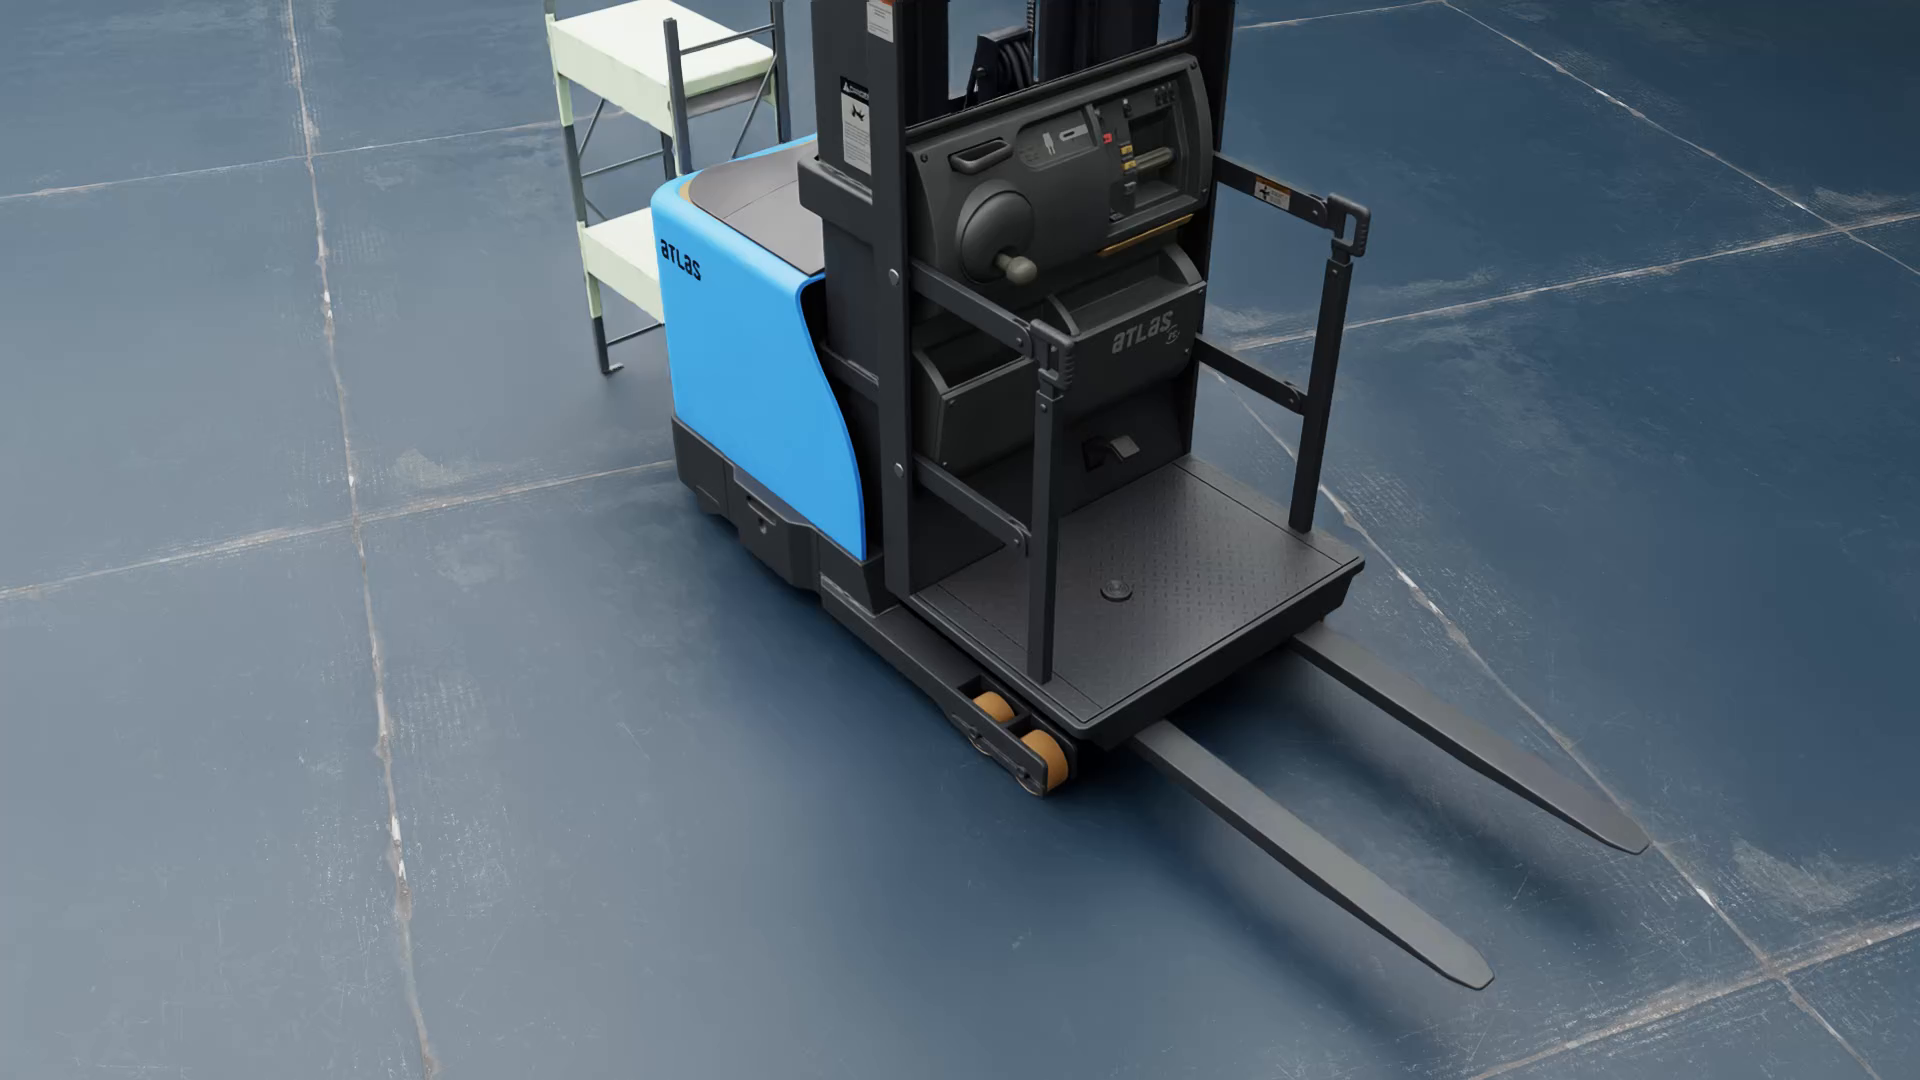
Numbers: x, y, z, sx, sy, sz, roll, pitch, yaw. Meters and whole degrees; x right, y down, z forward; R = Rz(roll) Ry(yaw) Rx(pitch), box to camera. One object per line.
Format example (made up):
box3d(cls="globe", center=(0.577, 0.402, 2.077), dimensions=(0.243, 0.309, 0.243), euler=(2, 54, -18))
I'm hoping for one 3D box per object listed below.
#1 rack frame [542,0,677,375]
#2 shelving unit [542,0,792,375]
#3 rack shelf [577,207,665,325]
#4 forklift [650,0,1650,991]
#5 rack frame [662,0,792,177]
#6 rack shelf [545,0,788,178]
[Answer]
box3d(cls="rack frame", center=(-1.158, -1.283, 5.707), dimensions=(0.400, 1.500, 0.023), euler=(-27, 45, -31))
box3d(cls="shelving unit", center=(-0.921, -1.116, 5.484), dimensions=(0.431, 1.500, 0.755), euler=(-27, 45, -31))
box3d(cls="rack shelf", center=(-0.920, -0.855, 5.679), dimensions=(0.431, 0.370, 0.720), euler=(-27, 45, -31))
box3d(cls="forklift", center=(0.409, -0.849, 3.941), dimensions=(1.130, 2.935, 3.031), euler=(-27, 44, -31))
box3d(cls="rack frame", center=(-0.684, -0.949, 5.260), dimensions=(0.400, 1.500, 0.023), euler=(-27, 45, -31))
box3d(cls="rack shelf", center=(-0.921, -1.428, 5.249), dimensions=(0.431, 0.370, 0.720), euler=(-27, 45, -31))
